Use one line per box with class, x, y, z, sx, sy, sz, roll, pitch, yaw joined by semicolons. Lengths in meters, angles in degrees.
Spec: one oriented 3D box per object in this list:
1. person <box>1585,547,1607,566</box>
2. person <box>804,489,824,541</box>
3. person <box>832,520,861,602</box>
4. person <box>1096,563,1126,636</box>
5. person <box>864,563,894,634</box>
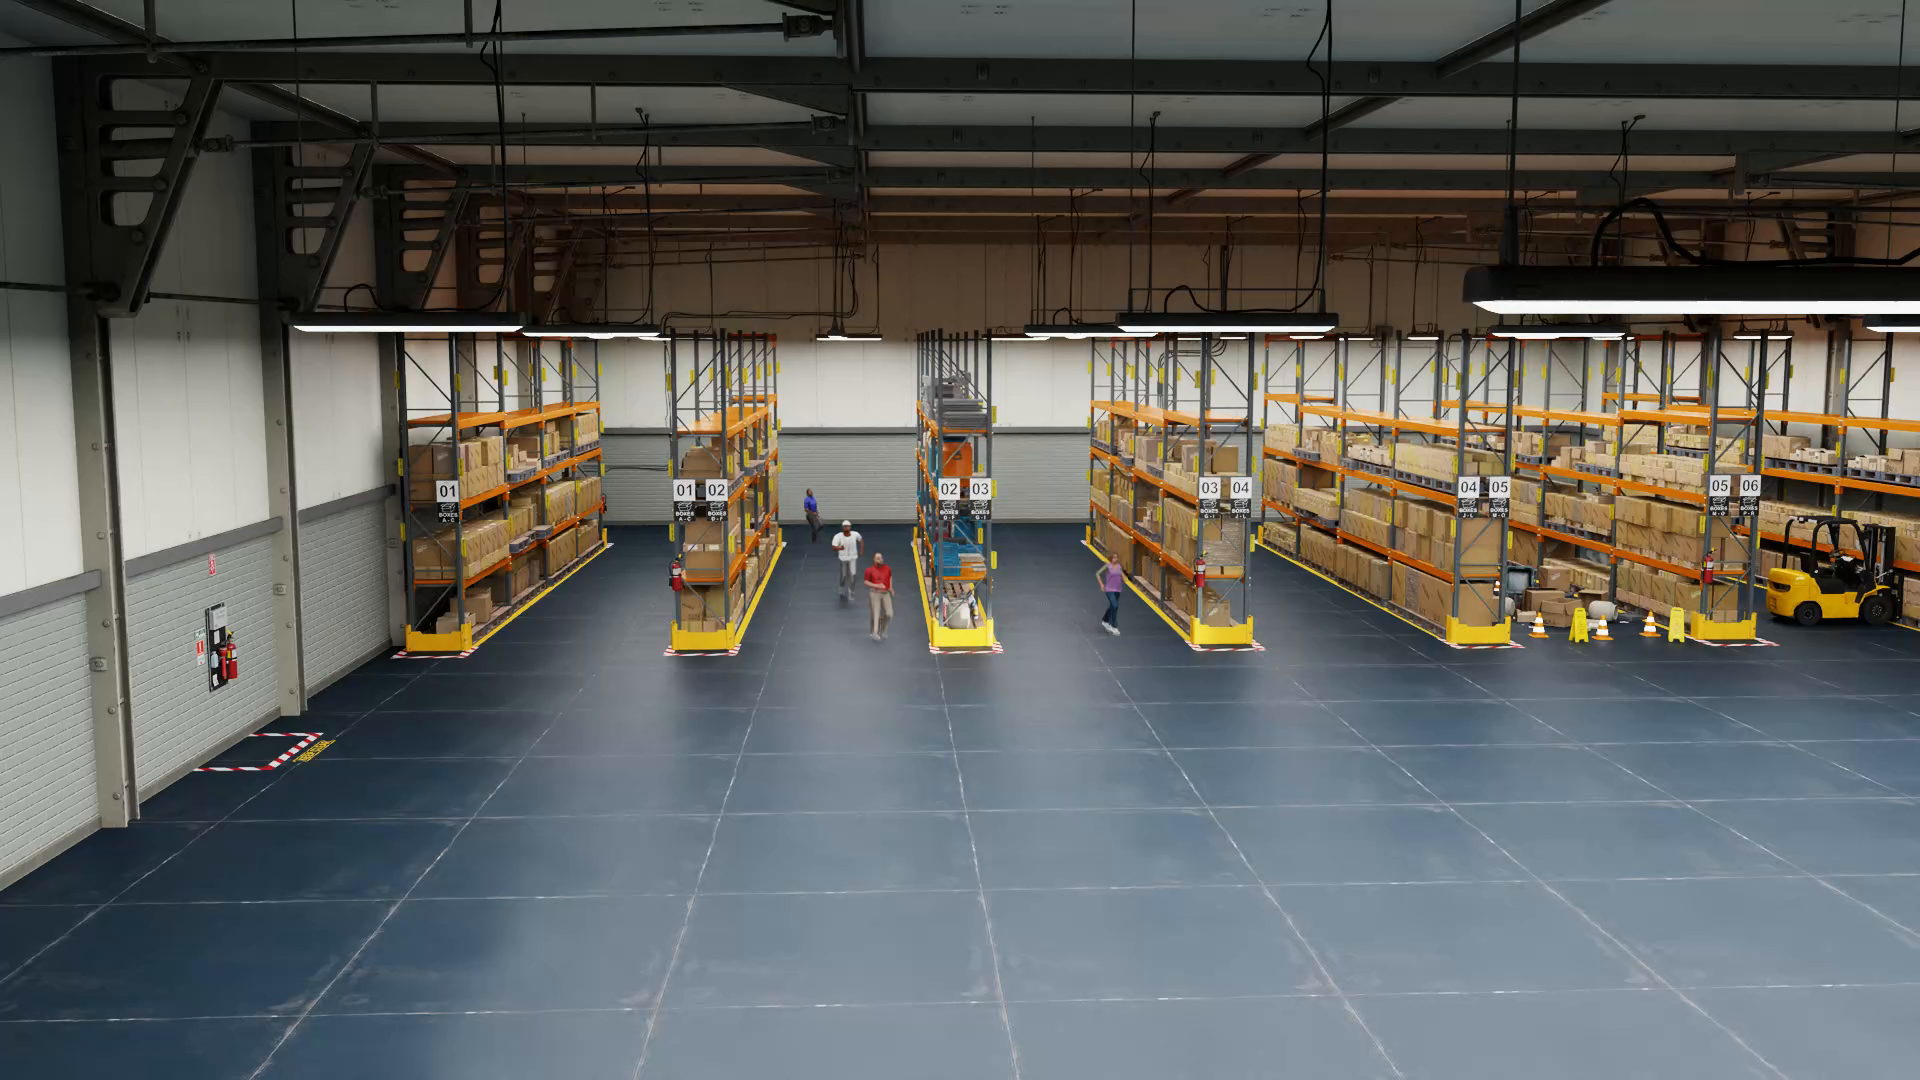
person;15.927;-0.147;41.554;0.642;1.655;0.737;-1;7;-7
person;-4.193;-0.717;47.710;0.550;1.525;0.599;6;9;41
person;-2.541;0.449;37.386;0.667;1.820;0.871;-1;7;-7
person;3.004;1.158;32.959;0.510;1.422;0.695;-5;8;-34
person;-1.551;1.145;32.129;0.622;1.402;0.582;-3;7;-23
